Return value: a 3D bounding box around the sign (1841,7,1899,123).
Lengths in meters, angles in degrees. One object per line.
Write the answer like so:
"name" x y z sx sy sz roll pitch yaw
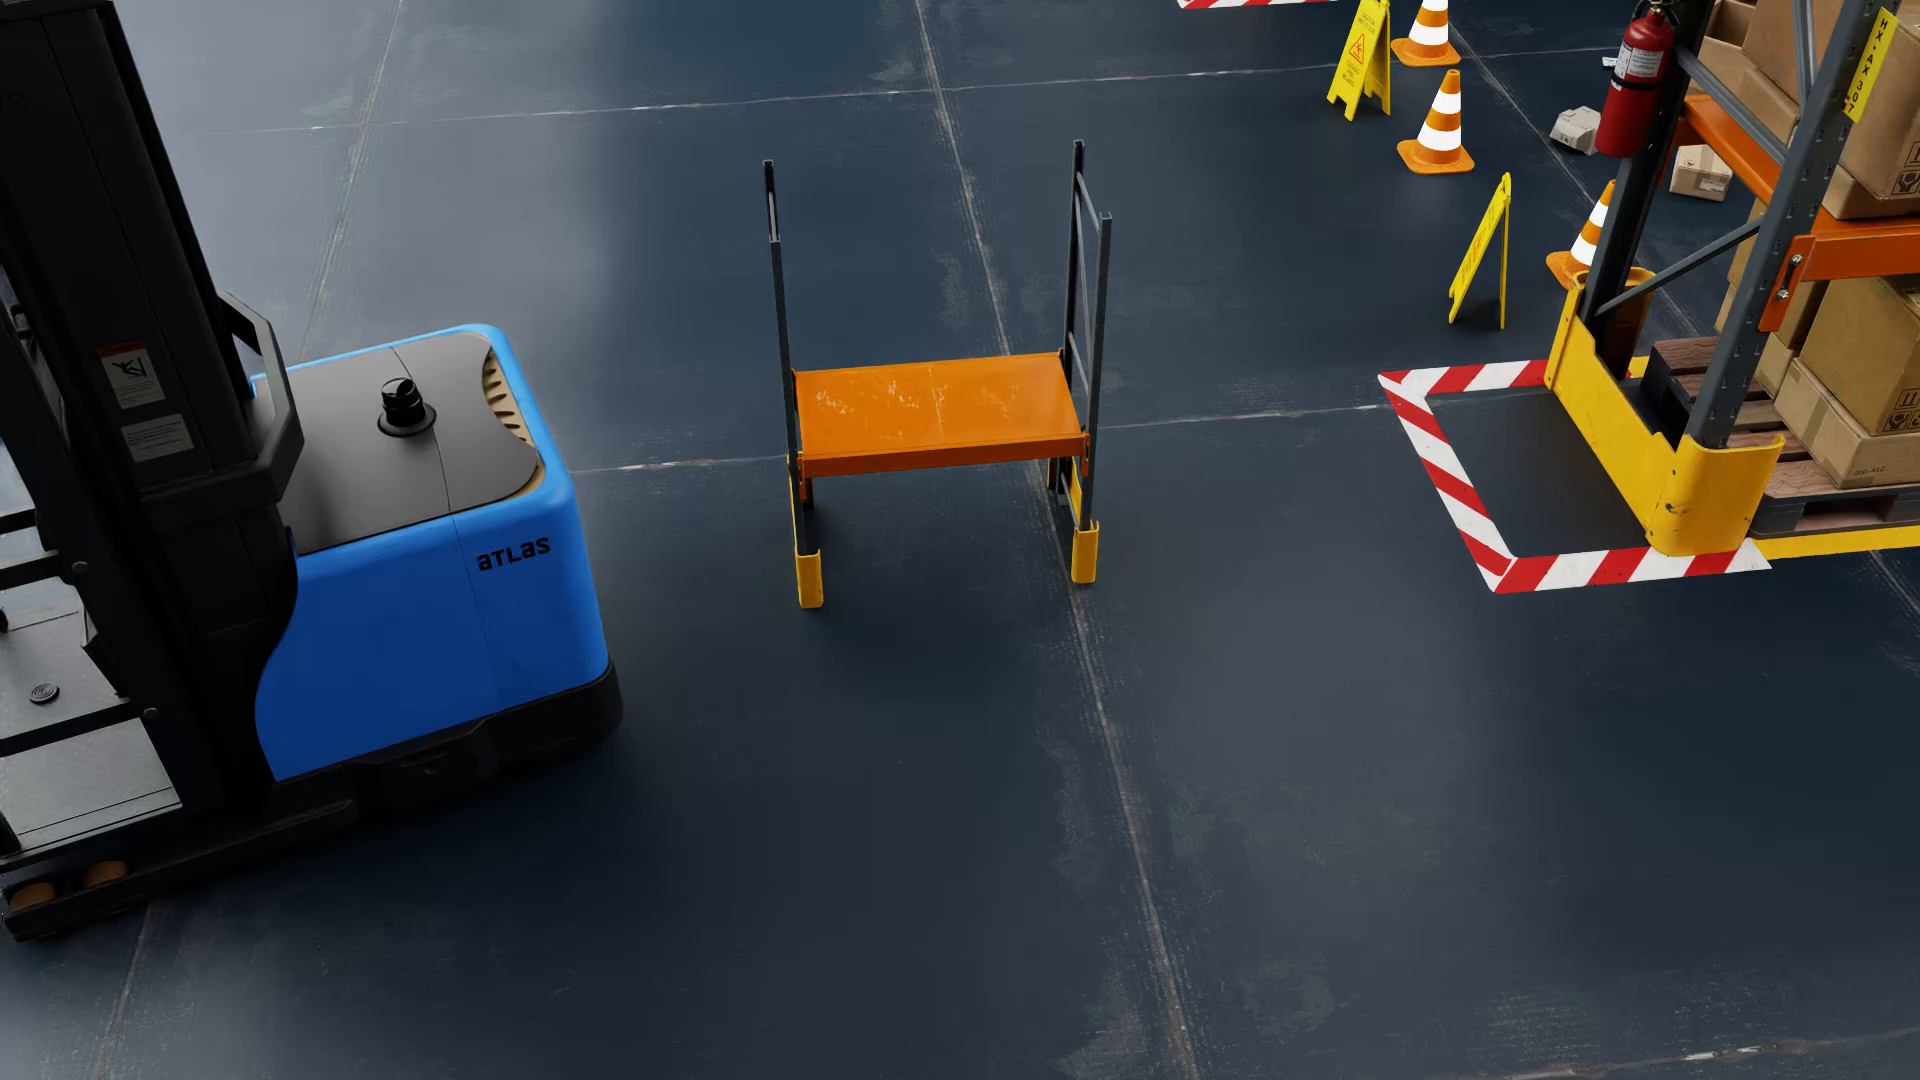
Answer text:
"sign" 2.689 -1.403 4.920 0.005 0.325 0.100 -5 42 -6

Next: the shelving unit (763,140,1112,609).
"shelving unit" -0.076 -0.550 5.740 1.083 1.500 0.587 -5 42 -6

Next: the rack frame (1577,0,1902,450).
"rack frame" 2.619 -1.442 5.609 0.127 3.000 1.000 -5 42 -6

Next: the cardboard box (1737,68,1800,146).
"cardboard box" 2.962 -1.523 5.887 0.250 0.149 0.380 -4 42 -4

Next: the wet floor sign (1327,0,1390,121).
"wet floor sign" 2.105 -2.529 8.572 0.232 0.644 0.267 -12 43 -13

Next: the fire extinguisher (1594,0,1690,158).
"fire extinguisher" 2.446 -1.710 5.963 0.183 0.674 0.296 -5 42 -6

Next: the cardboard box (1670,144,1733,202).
"cardboard box" 3.656 -1.839 8.178 0.250 0.149 0.380 16 44 17

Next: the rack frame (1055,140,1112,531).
"rack frame" 0.419 -0.594 5.788 0.032 1.500 0.500 -5 42 -6

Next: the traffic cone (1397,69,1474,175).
"traffic cone" 2.397 -2.102 8.235 0.334 0.463 0.336 -5 42 -6

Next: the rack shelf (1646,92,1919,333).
"rack shelf" 4.602 -1.349 6.043 4.000 0.370 1.077 -5 42 -6

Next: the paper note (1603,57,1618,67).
"paper note" 3.611 -2.623 9.136 0.142 0.017 0.144 8 43 9

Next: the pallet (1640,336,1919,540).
"pallet" 3.504 -0.460 6.603 1.213 0.211 1.003 -5 42 -6

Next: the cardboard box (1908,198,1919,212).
"cardboard box" 3.231 -1.272 5.609 0.250 0.149 0.380 -4 42 -5

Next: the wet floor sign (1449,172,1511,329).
"wet floor sign" 2.292 -1.262 7.167 0.232 0.644 0.267 8 43 9

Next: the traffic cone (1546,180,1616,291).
"traffic cone" 2.878 -1.394 7.450 0.334 0.463 0.336 -5 42 -6

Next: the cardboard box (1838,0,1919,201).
"cardboard box" 3.125 -1.447 5.318 0.500 0.500 0.500 -6 42 -6

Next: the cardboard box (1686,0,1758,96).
"cardboard box" 4.032 -2.349 8.479 0.797 0.503 0.637 32 51 30

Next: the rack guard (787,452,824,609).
"rack guard" -0.569 -0.043 6.111 0.087 0.250 0.587 -5 42 -6

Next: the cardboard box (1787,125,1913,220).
"cardboard box" 2.983 -1.241 5.574 0.250 0.149 0.380 -5 42 -5

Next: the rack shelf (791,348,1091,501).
"rack shelf" -0.085 -0.416 5.860 1.000 0.185 0.538 -5 42 -6

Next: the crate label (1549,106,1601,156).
"crate label" 3.169 -2.090 8.465 0.298 0.136 0.250 -27 49 -27

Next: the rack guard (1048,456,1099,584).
"rack guard" 0.418 -0.129 6.207 0.087 0.250 0.587 -5 42 -6

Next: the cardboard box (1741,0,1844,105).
"cardboard box" 3.121 -1.820 5.731 0.500 0.500 0.500 -6 42 -6

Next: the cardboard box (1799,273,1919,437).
"cardboard box" 3.478 -0.744 6.015 0.500 0.500 0.500 -6 42 -7

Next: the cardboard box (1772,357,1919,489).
"cardboard box" 3.455 -0.463 6.264 0.500 0.250 0.500 -5 42 -6

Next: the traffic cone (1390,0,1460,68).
"traffic cone" 2.588 -2.882 9.099 0.334 0.463 0.336 -5 42 -6

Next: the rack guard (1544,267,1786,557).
"rack guard" 2.694 -0.521 6.454 0.348 0.500 1.175 -5 42 -6

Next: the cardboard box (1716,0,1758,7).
"cardboard box" 4.437 -3.325 9.561 0.500 0.500 0.500 2 42 2

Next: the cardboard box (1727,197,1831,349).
"cardboard box" 3.380 -1.098 6.408 0.500 0.500 0.500 -5 42 -5

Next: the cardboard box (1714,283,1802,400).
"cardboard box" 3.409 -0.828 6.668 0.500 0.250 0.500 -5 42 -6

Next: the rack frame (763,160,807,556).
"rack frame" -0.589 -0.505 5.691 0.032 1.500 0.500 -5 42 -6

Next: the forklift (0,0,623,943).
"forklift" -2.675 -0.315 4.411 3.031 2.935 1.130 -17 45 -18
